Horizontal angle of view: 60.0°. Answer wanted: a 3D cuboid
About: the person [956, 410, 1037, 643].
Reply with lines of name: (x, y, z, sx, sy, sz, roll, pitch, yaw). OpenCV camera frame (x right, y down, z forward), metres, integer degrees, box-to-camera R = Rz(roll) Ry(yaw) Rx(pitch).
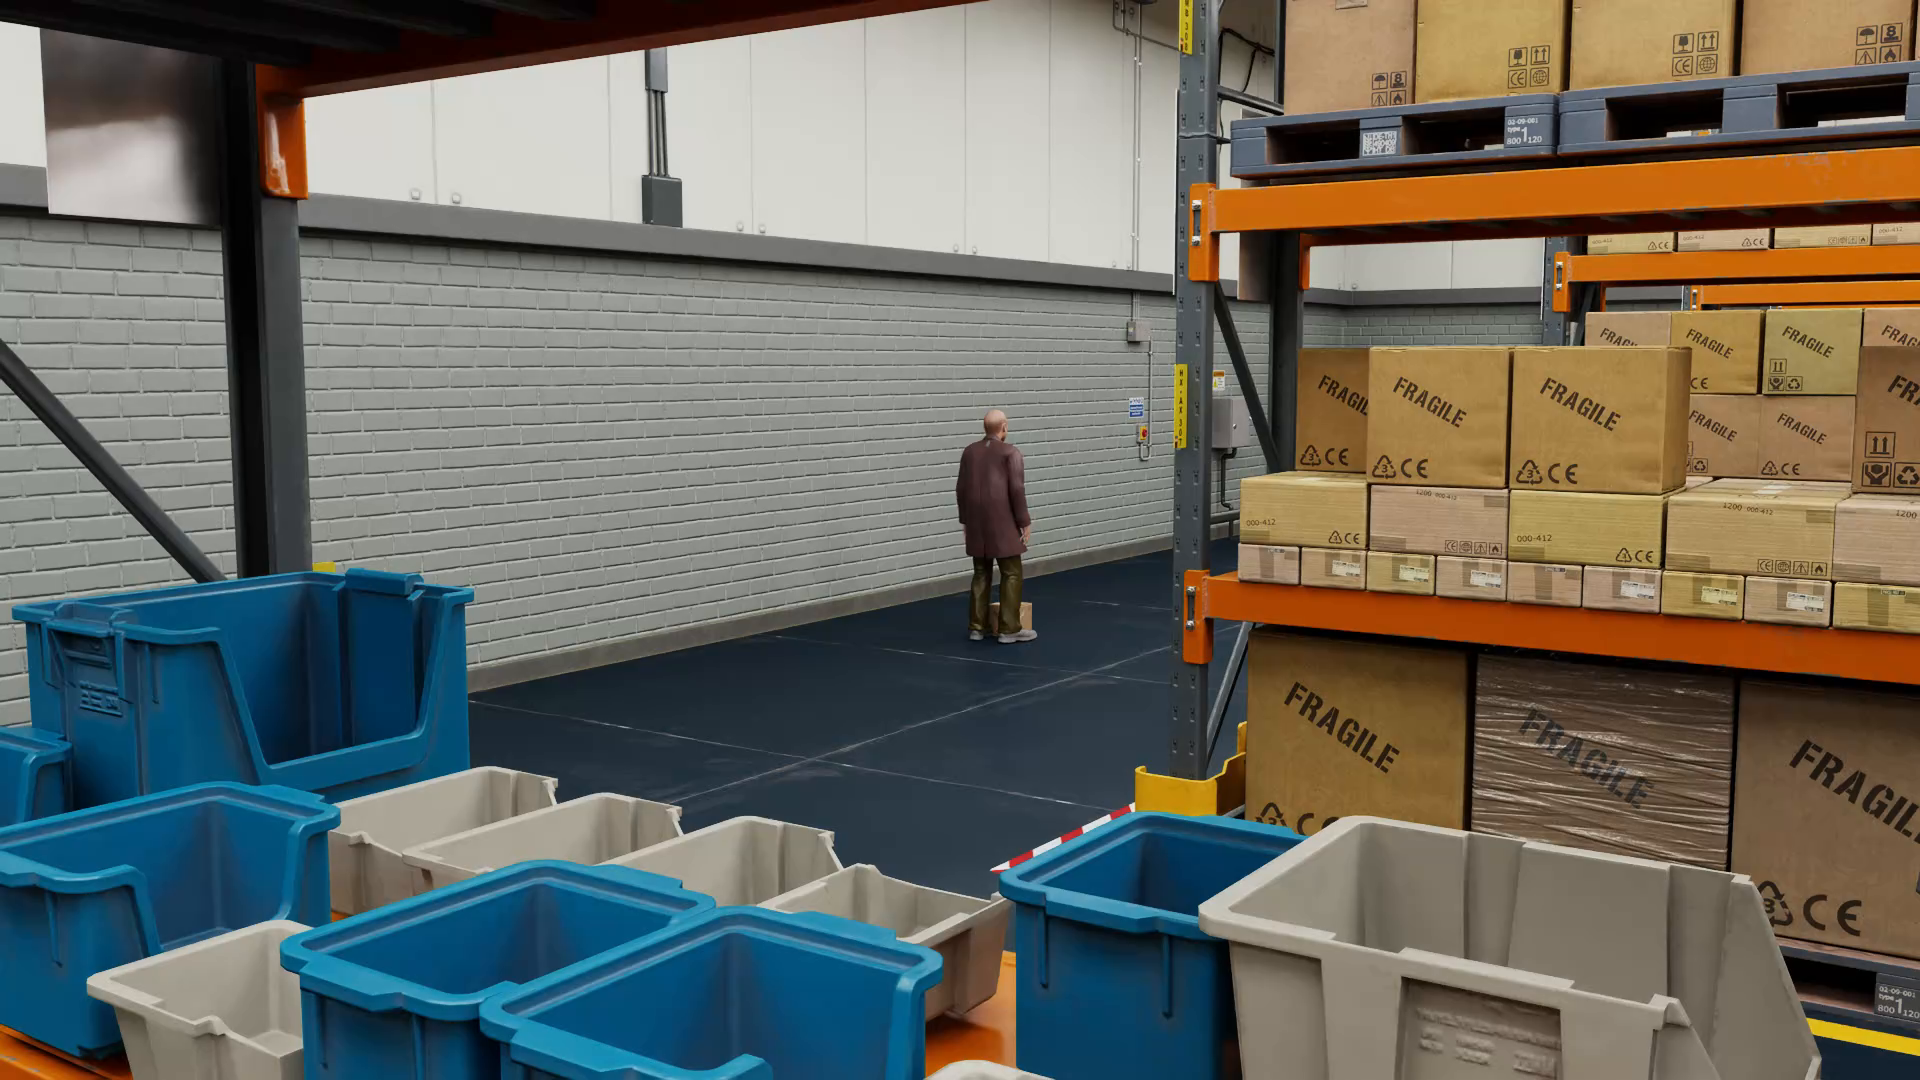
person: (0.266, -0.110, 12.786, 0.642, 1.773, 0.428, 4, 7, 34)
